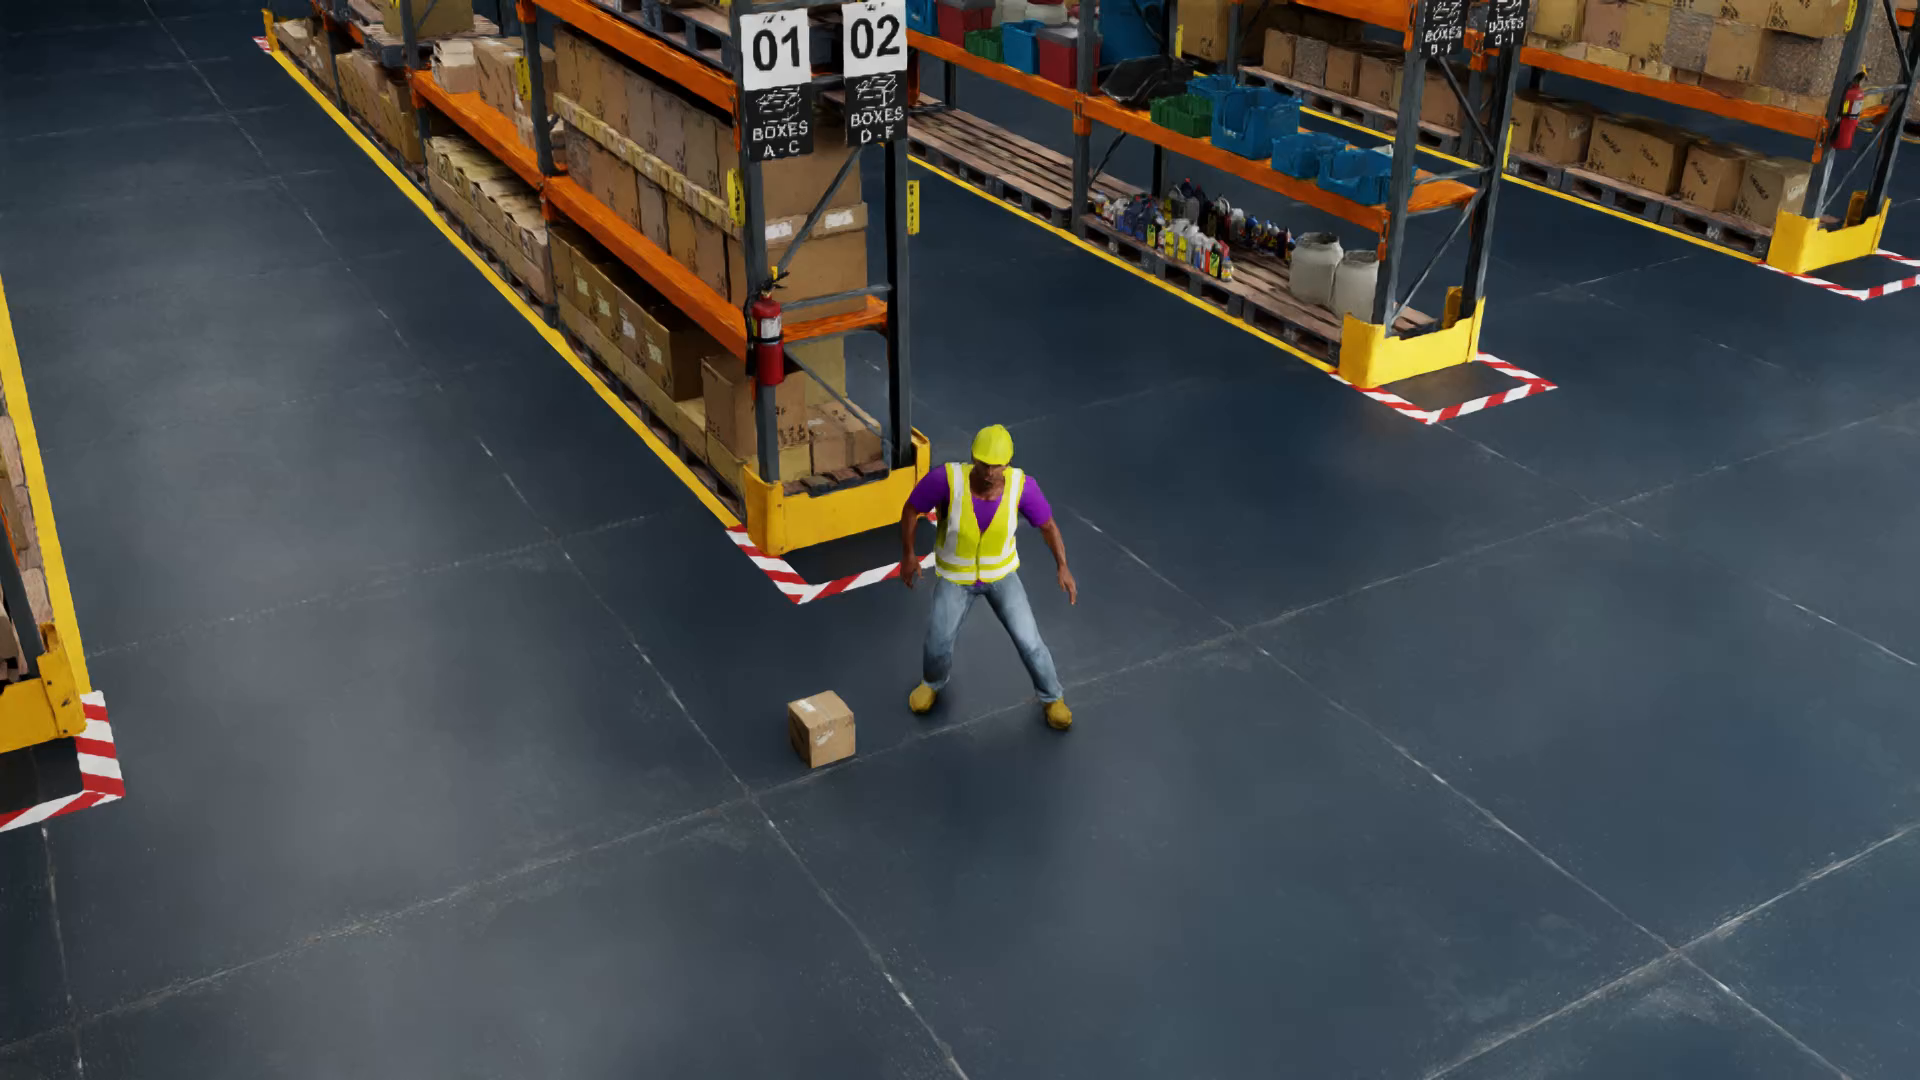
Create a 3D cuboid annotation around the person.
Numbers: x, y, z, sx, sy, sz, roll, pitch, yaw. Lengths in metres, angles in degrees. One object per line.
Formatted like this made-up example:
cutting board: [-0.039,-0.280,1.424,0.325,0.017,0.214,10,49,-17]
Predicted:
person: [0.144,0.168,8.406,0.894,1.615,0.536,-1,29,-1]
